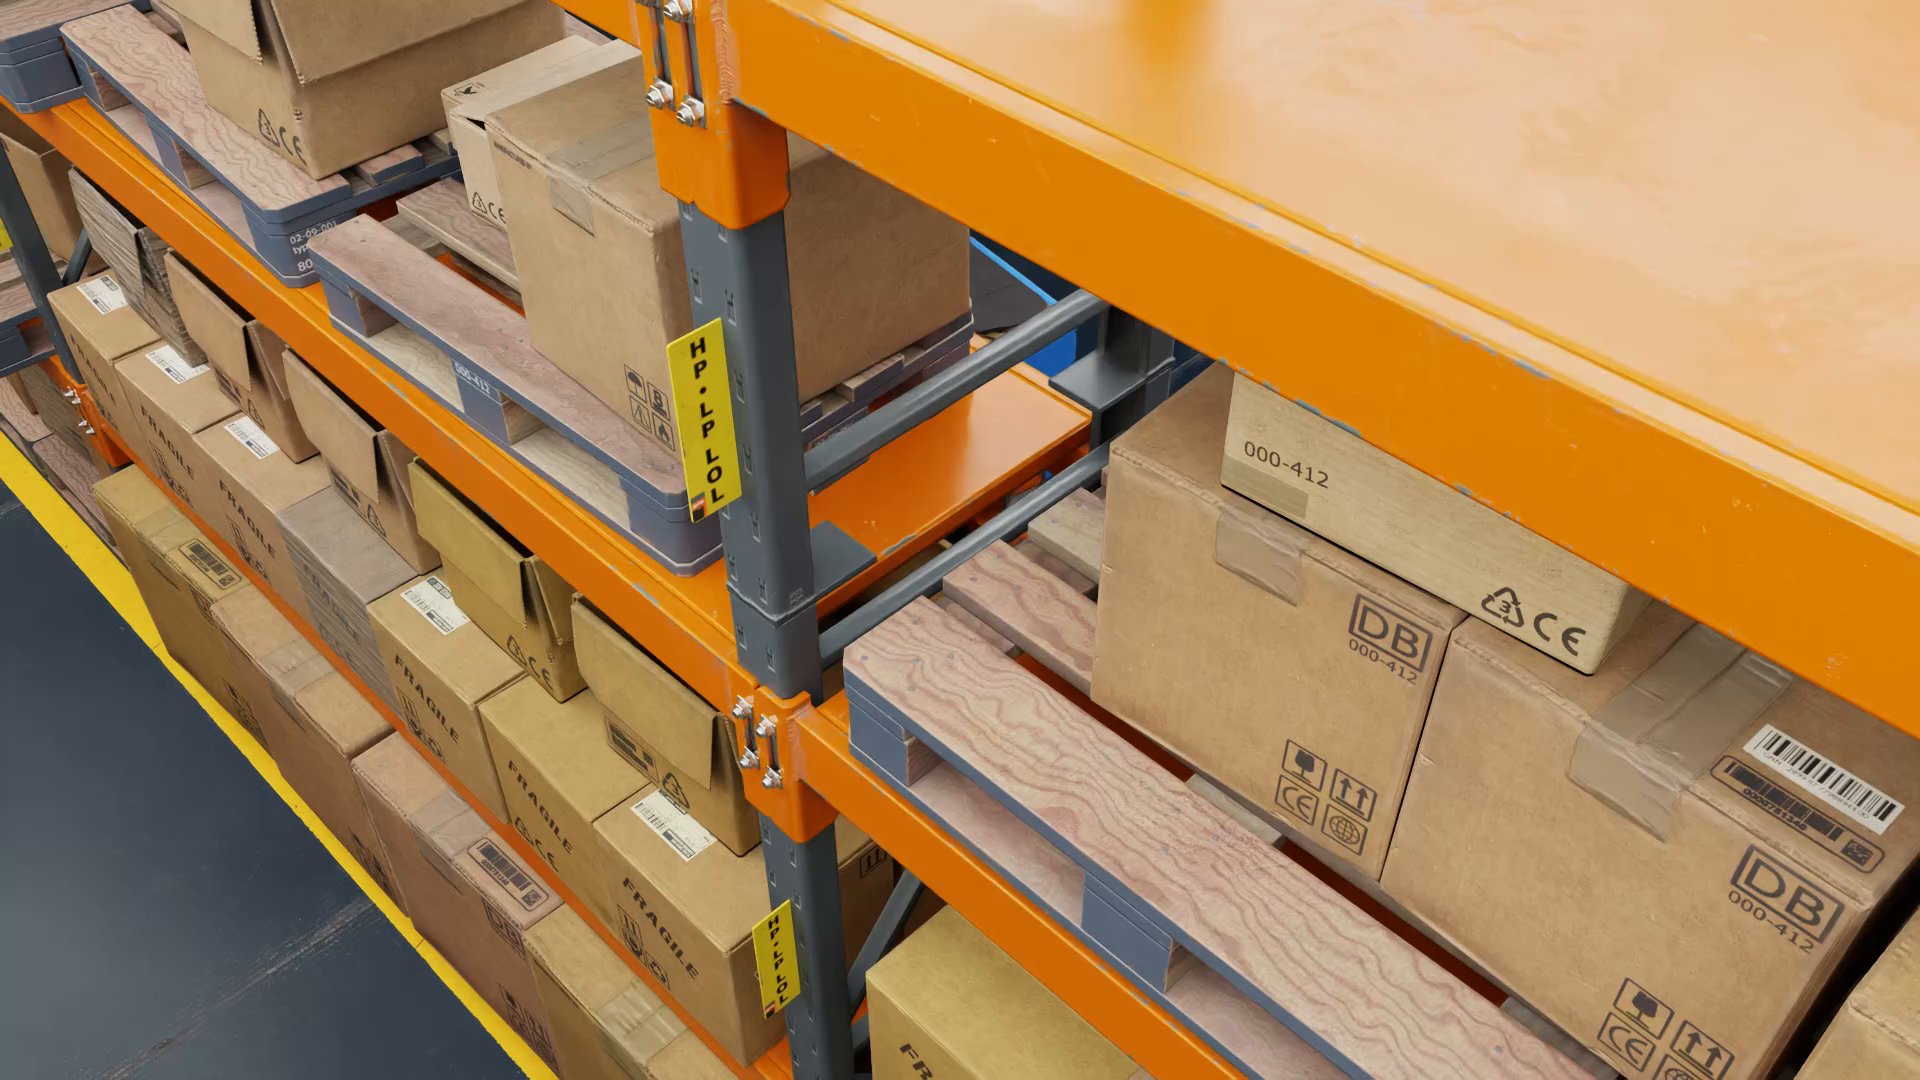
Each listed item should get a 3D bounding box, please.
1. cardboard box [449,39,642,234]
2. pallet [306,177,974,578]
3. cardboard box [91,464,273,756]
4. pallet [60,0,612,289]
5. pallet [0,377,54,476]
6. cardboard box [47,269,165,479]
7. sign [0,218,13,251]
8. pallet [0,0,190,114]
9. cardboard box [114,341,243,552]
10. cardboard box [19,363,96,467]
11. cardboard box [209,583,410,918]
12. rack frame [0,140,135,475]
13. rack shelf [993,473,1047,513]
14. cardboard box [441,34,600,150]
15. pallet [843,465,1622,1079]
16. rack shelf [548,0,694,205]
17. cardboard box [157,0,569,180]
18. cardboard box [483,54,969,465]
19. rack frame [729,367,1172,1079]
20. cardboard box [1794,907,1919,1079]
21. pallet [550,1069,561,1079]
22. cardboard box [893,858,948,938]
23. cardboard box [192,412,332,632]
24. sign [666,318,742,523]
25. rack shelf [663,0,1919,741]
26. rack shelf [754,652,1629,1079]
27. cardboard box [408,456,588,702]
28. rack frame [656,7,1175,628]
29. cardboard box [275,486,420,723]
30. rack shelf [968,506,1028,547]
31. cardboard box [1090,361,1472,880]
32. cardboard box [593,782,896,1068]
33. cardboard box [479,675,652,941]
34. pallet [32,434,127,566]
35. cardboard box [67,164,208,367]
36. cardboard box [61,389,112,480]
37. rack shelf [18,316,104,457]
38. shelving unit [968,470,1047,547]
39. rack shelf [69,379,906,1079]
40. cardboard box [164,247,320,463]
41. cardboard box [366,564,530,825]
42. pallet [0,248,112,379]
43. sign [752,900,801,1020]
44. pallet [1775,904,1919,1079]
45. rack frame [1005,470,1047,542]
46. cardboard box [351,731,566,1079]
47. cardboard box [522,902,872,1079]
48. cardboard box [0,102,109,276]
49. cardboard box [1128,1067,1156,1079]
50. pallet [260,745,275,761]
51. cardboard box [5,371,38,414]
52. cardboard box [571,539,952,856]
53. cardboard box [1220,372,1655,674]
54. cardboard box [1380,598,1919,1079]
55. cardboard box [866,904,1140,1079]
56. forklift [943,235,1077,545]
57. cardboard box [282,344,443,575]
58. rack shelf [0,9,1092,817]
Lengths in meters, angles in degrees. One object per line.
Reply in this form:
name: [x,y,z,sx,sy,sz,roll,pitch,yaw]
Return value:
cardboard box: [-0.697,-0.819,3.473,0.500,0.311,0.500,32,52,30]
pallet: [-0.669,-0.474,3.484,1.217,0.209,0.805,32,52,30]
cardboard box: [-2.339,0.020,6.275,0.875,0.875,1.225,32,51,30]
pallet: [-1.527,-1.160,4.224,1.003,0.211,1.213,-32,51,-30]
pallet: [-4.219,-0.886,8.053,1.003,0.211,1.213,-34,53,-31]
cardboard box: [-2.661,-0.621,5.638,0.500,0.500,0.500,-33,52,-30]
sign: [-3.189,-1.079,5.413,0.100,0.325,0.005,-34,53,-31]
pallet: [-2.319,-1.696,4.804,1.213,0.211,1.003,-32,51,-30]
cardboard box: [-2.295,-0.374,5.371,0.500,0.500,0.500,33,52,30]
cardboard box: [-3.699,-0.764,7.385,0.500,0.500,0.700,30,50,28]
cardboard box: [-1.714,0.452,5.807,1.225,0.875,0.875,-34,52,-31]
rack frame: [-2.811,-0.948,6.066,1.000,3.000,0.127,-34,53,-31]
rack shelf: [0.189,-0.199,6.707,0.215,0.259,0.240,-26,49,-25]
cardboard box: [-0.932,-0.977,3.762,0.250,0.149,0.380,32,52,30]
pallet: [0.584,0.303,2.567,1.003,0.211,1.213,-34,53,-31]
rack shelf: [-1.399,-1.779,3.370,1.077,0.370,4.000,-34,53,-31]
cardboard box: [-1.353,-1.270,3.819,0.637,0.503,0.797,34,52,31]
cardboard box: [-0.403,-0.592,3.088,0.700,0.500,0.500,-33,52,-30]
rack frame: [0.014,0.974,3.986,1.000,3.000,0.127,-34,53,-31]
cardboard box: [1.254,0.572,1.754,0.700,0.500,0.500,-32,51,-30]
pallet: [-0.585,1.664,5.294,1.003,0.211,1.213,-34,53,-31]
cardboard box: [-0.134,0.597,4.321,0.500,0.500,0.500,-34,52,-31]
cardboard box: [-1.930,-0.129,5.106,0.500,0.500,0.500,33,52,31]
sign: [-0.364,-0.168,2.399,0.100,0.325,0.005,-34,53,-31]
rack shelf: [1.426,0.143,1.290,1.077,0.370,4.000,-34,53,-31]
rack shelf: [1.426,1.098,2.172,1.077,0.370,4.000,-34,53,-31]
cardboard box: [-0.920,-0.069,4.302,0.797,0.503,0.637,-33,52,-31]
rack frame: [0.014,-1.229,1.950,1.000,3.000,0.127,-34,53,-31]
cardboard box: [-1.579,0.112,4.845,0.500,0.500,0.500,-34,52,-31]
rack shelf: [0.189,0.005,6.896,0.215,0.259,0.240,-26,49,-25]
cardboard box: [0.609,-0.008,2.381,0.500,0.500,0.700,31,51,29]
cardboard box: [-0.510,0.844,4.053,0.500,0.500,0.500,-34,52,-31]
cardboard box: [-0.855,0.602,4.314,0.500,0.500,0.500,-32,52,-30]
pallet: [-3.362,-0.300,7.419,1.003,0.211,1.213,-34,53,-31]
cardboard box: [-2.306,-0.994,5.303,0.797,0.503,0.637,-32,52,-30]
cardboard box: [-3.298,-0.504,7.103,0.500,0.500,0.700,31,51,29]
rack shelf: [-4.224,-1.645,7.350,1.077,0.370,4.000,-34,53,-31]
shelving unit: [0.189,-0.207,6.700,0.215,1.050,0.252,-26,49,-25]
rack shelf: [-1.399,0.277,5.270,1.077,0.370,4.000,-34,53,-31]
cardboard box: [-1.848,-0.680,4.962,0.797,0.503,0.637,-33,52,-30]
cardboard box: [-1.228,0.355,4.582,0.500,0.500,0.500,34,52,31]
pallet: [-3.390,-1.169,6.446,1.213,0.211,1.003,-34,53,-31]
sign: [-0.364,0.843,3.333,0.100,0.325,0.005,-34,53,-31]
pallet: [1.441,0.889,1.933,1.003,0.211,1.213,-34,53,-31]
rack frame: [0.260,-0.139,6.627,0.200,1.050,0.008,-26,49,-25]
cardboard box: [-1.084,0.873,5.351,0.875,0.875,1.225,32,52,30]
cardboard box: [-0.452,1.302,4.887,1.225,0.875,0.875,-34,52,-31]
cardboard box: [-3.221,-1.379,6.149,0.500,0.500,0.500,28,50,27]
cardboard box: [0.513,1.238,3.039,0.500,0.500,0.500,-34,53,-31]
pallet: [-2.308,0.491,6.563,1.003,0.211,1.213,-34,53,-31]
cardboard box: [-4.104,-1.033,7.676,0.700,0.500,0.500,-30,50,-28]
cardboard box: [-0.443,0.266,3.939,0.637,0.503,0.797,33,52,30]
cardboard box: [0.673,-0.176,2.010,0.500,0.250,0.500,31,51,29]
cardboard box: [0.986,0.253,2.099,0.700,0.500,0.500,-31,51,-29]
cardboard box: [0.171,0.997,3.299,0.500,0.500,0.500,-34,53,-31]
forklift: [-0.778,-1.801,7.039,1.130,2.935,3.031,-26,49,-25]
cardboard box: [-1.370,-0.360,4.617,0.797,0.503,0.637,-32,52,-30]
rack shelf: [-1.399,-0.824,4.252,1.077,0.370,4.000,-34,53,-31]
